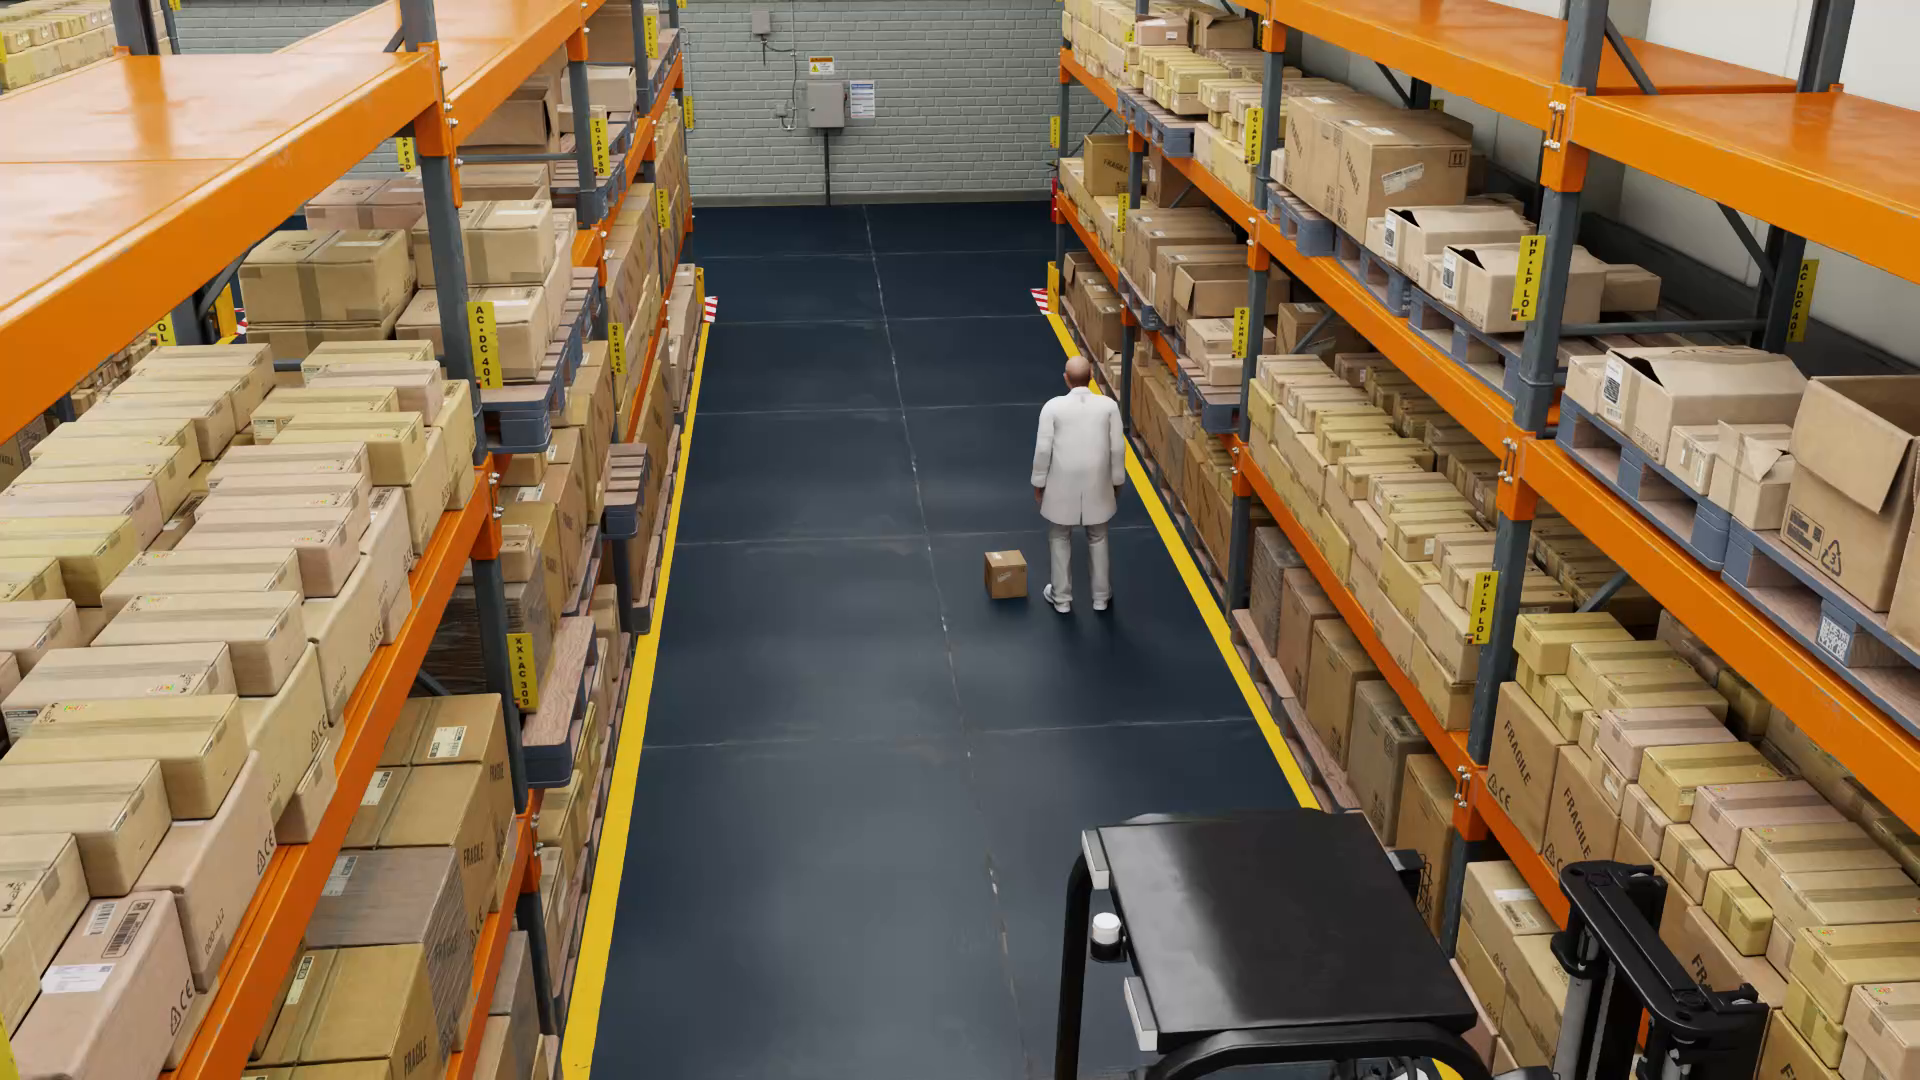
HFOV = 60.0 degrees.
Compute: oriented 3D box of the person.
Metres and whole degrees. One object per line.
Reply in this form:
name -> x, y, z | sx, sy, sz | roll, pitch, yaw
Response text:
person -> 0.799, -0.375, 11.222 | 0.642, 1.775, 0.422 | -2, 23, -4
